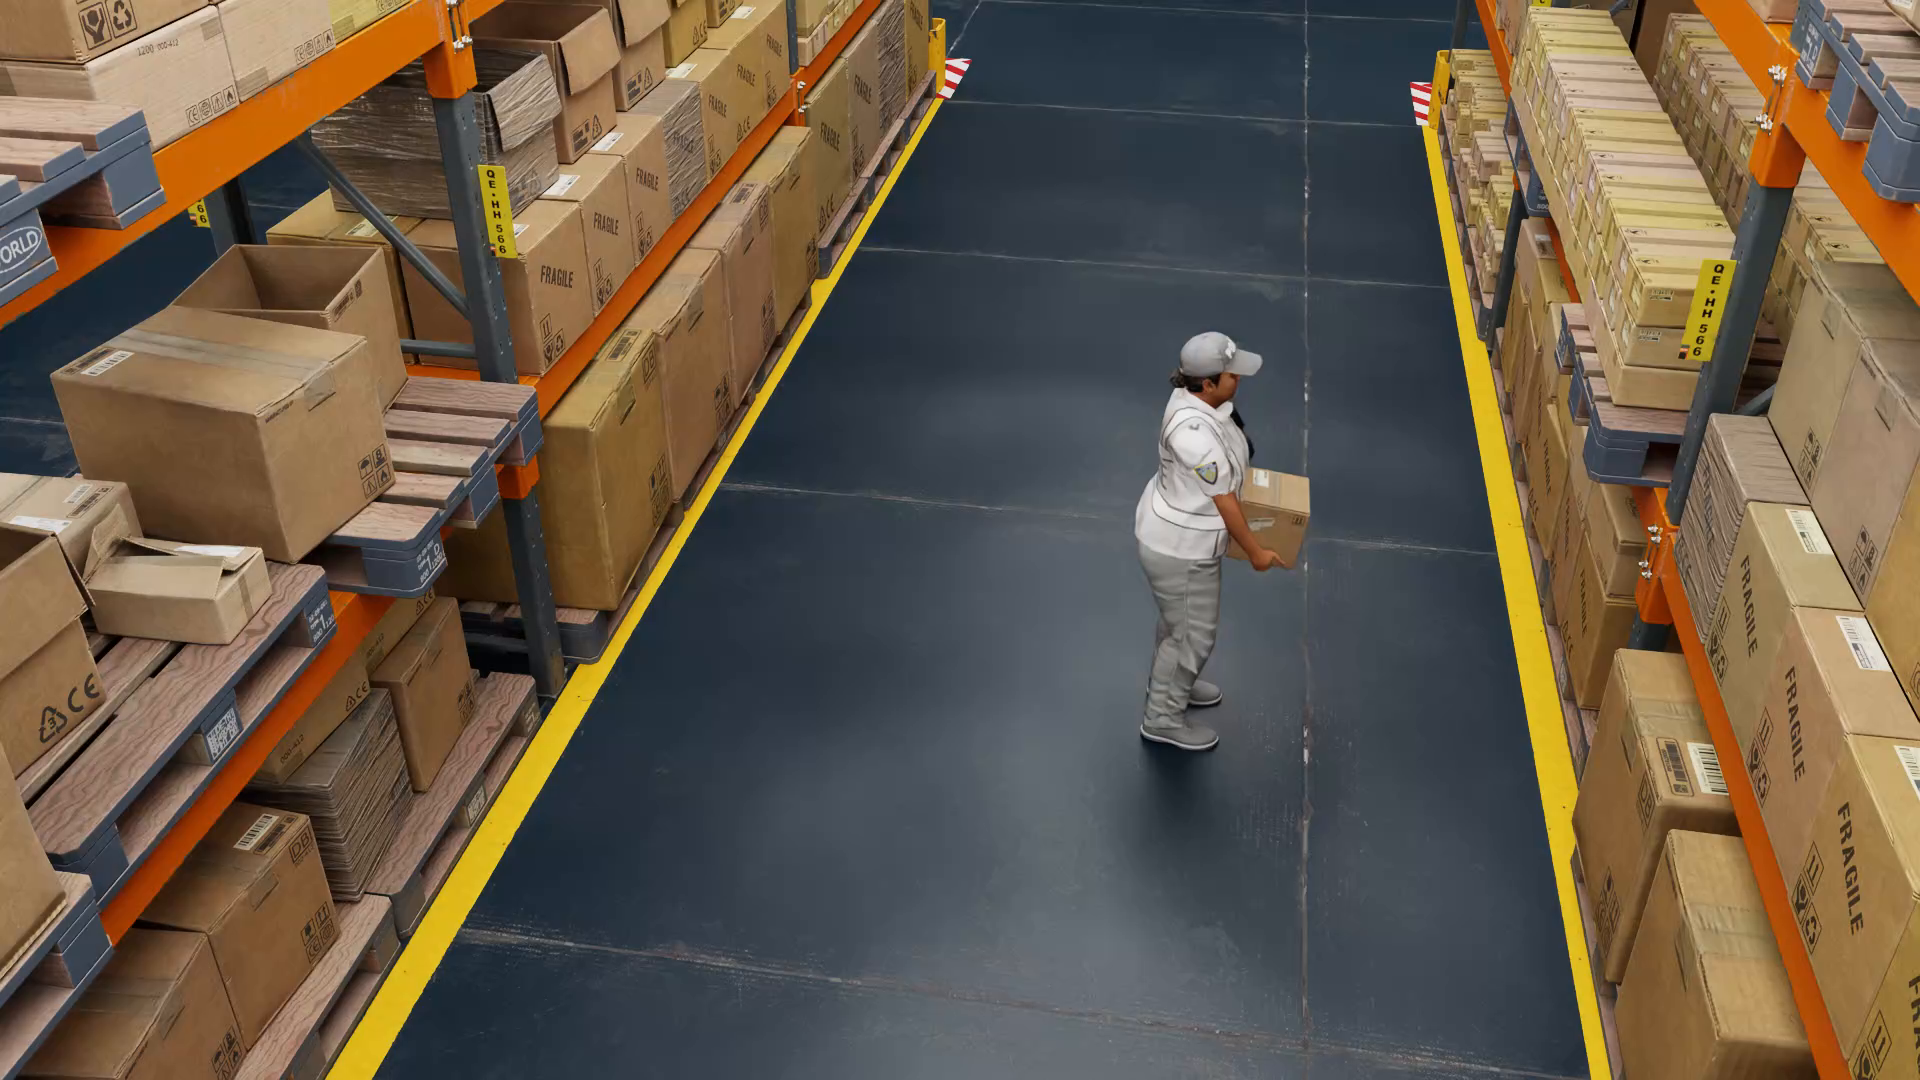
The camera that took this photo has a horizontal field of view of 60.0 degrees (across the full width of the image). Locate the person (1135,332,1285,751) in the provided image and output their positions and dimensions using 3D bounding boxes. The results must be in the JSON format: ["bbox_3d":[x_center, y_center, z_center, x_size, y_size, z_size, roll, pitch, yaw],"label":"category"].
[{"bbox_3d":[0.918,0.004,6.140,0.549,1.663,0.452,5,33,7],"label":"person"}]
